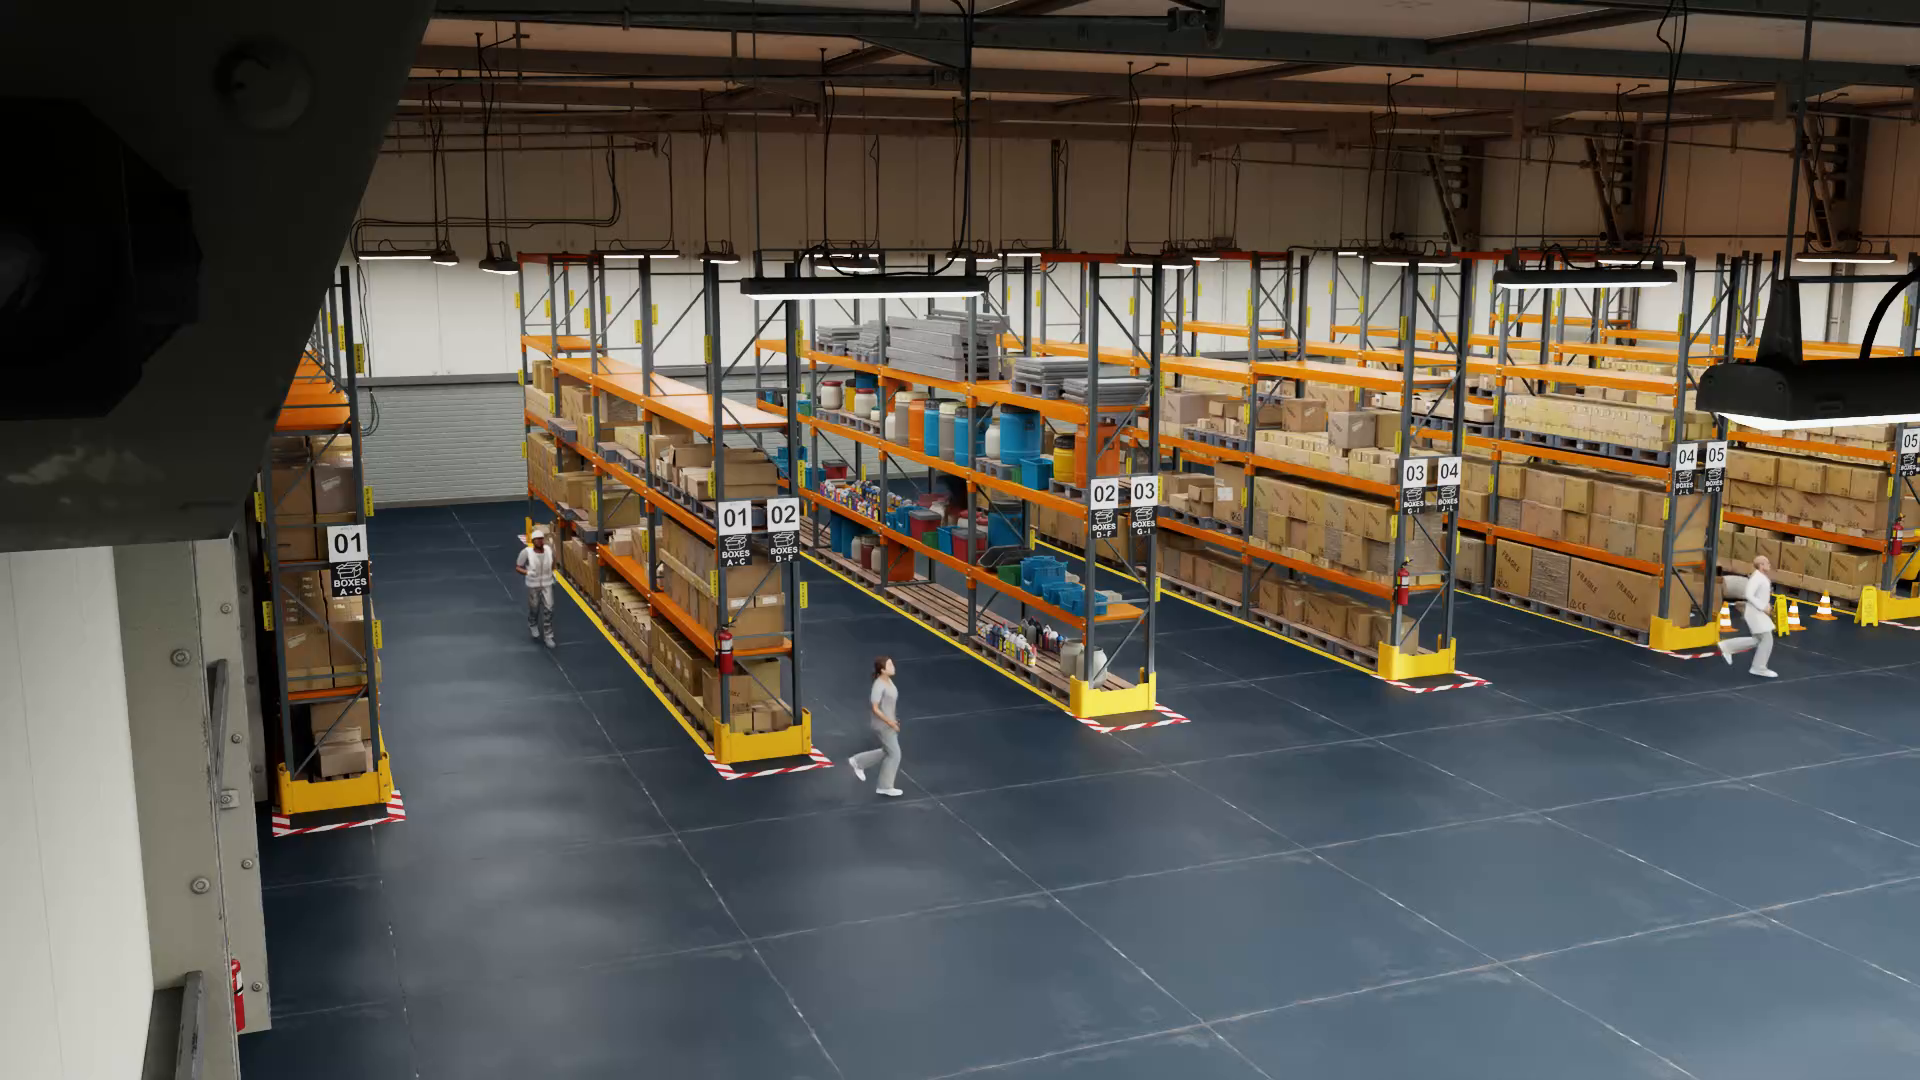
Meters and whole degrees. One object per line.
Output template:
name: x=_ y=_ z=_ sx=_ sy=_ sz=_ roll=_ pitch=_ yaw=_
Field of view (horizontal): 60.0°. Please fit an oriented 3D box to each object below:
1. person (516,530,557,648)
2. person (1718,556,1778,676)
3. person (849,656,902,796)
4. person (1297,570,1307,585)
person: x=-6.607 y=0.732 z=26.041 sx=0.667 sy=1.808 sz=0.894 roll=-5 pitch=11 yaw=-24
person: x=11.586 y=1.093 z=24.346 sx=0.833 sy=1.756 sz=0.752 roll=5 pitch=11 yaw=25
person: x=-0.969 y=2.107 z=19.012 sx=0.632 sy=1.640 sz=0.572 roll=2 pitch=11 yaw=9
person: x=6.278 y=-0.015 z=30.555 sx=0.621 sy=1.681 sz=0.626 roll=-4 pitch=11 yaw=-22
